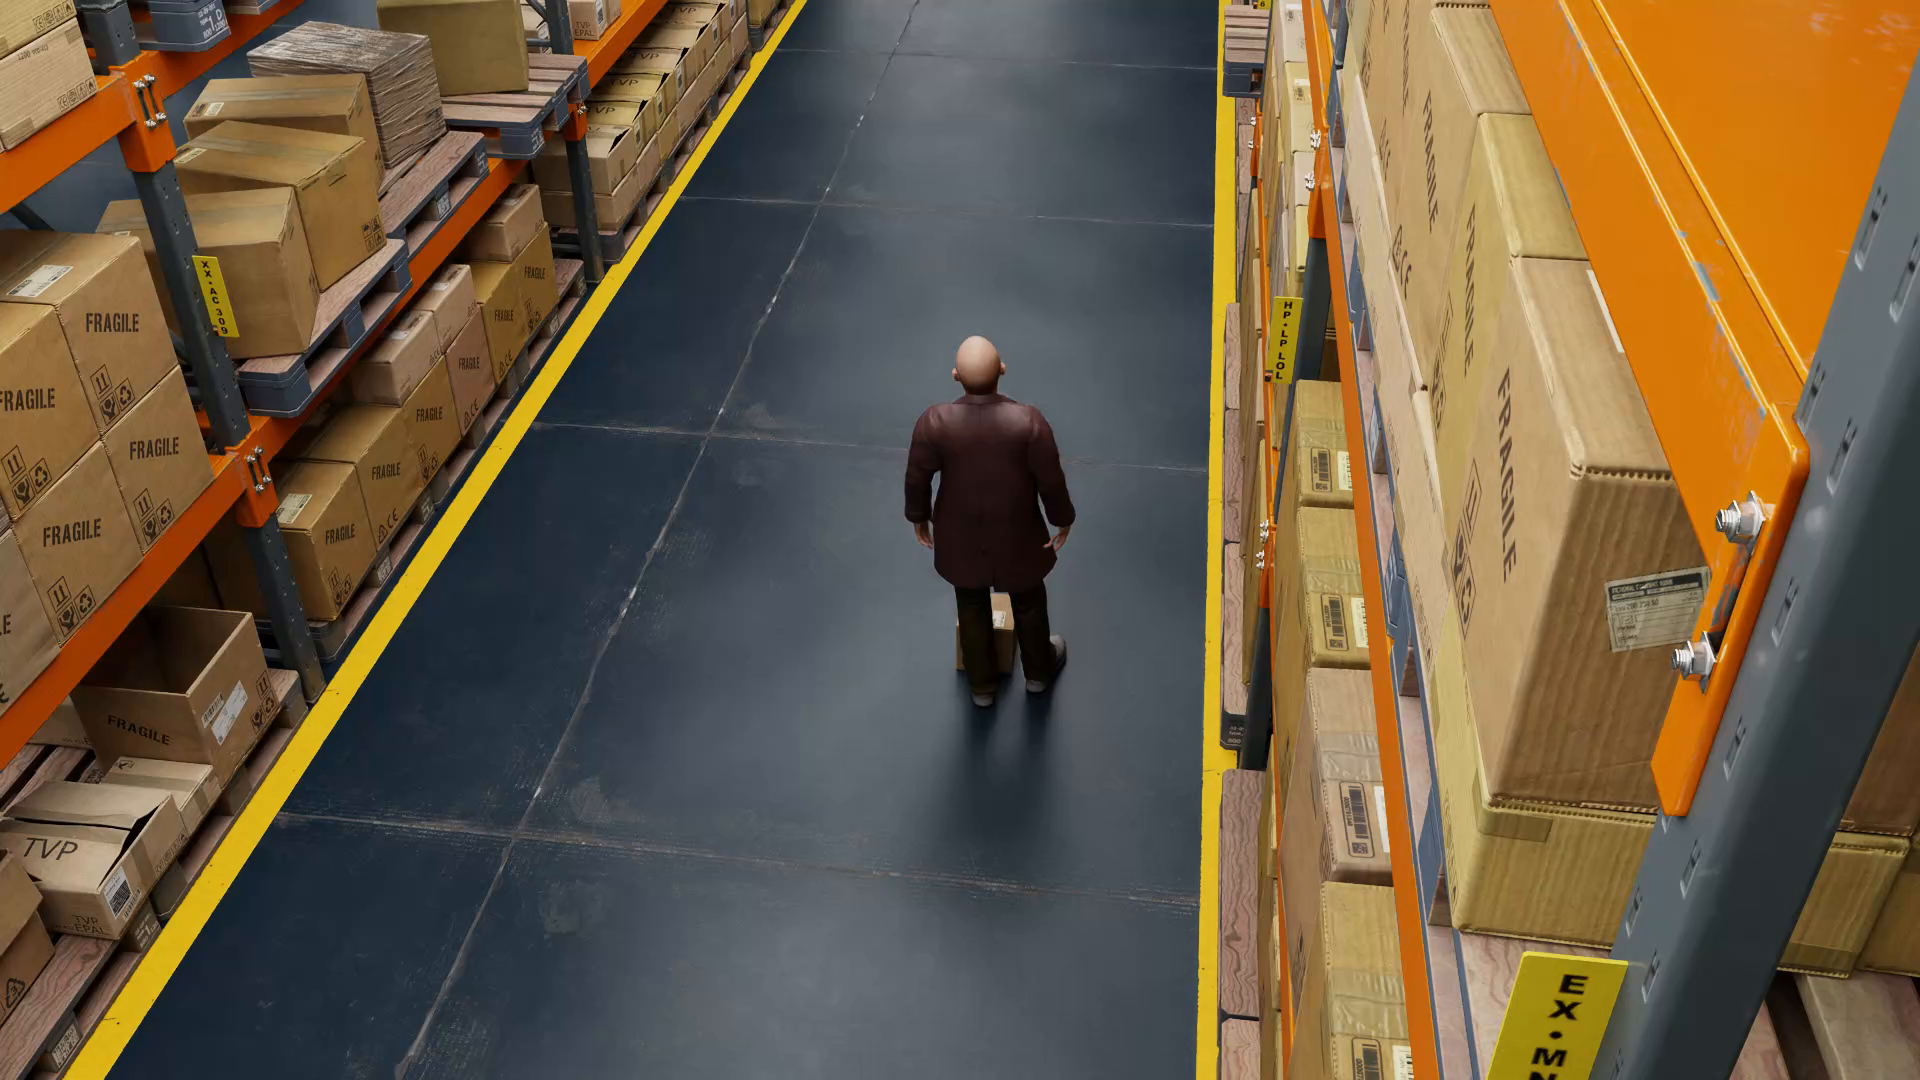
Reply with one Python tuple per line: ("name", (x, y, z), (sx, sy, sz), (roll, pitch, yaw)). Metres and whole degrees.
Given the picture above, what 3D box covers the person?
("person", (0.129, -0.107, 6.795), (0.695, 1.776, 0.580), (5, 36, 6))
